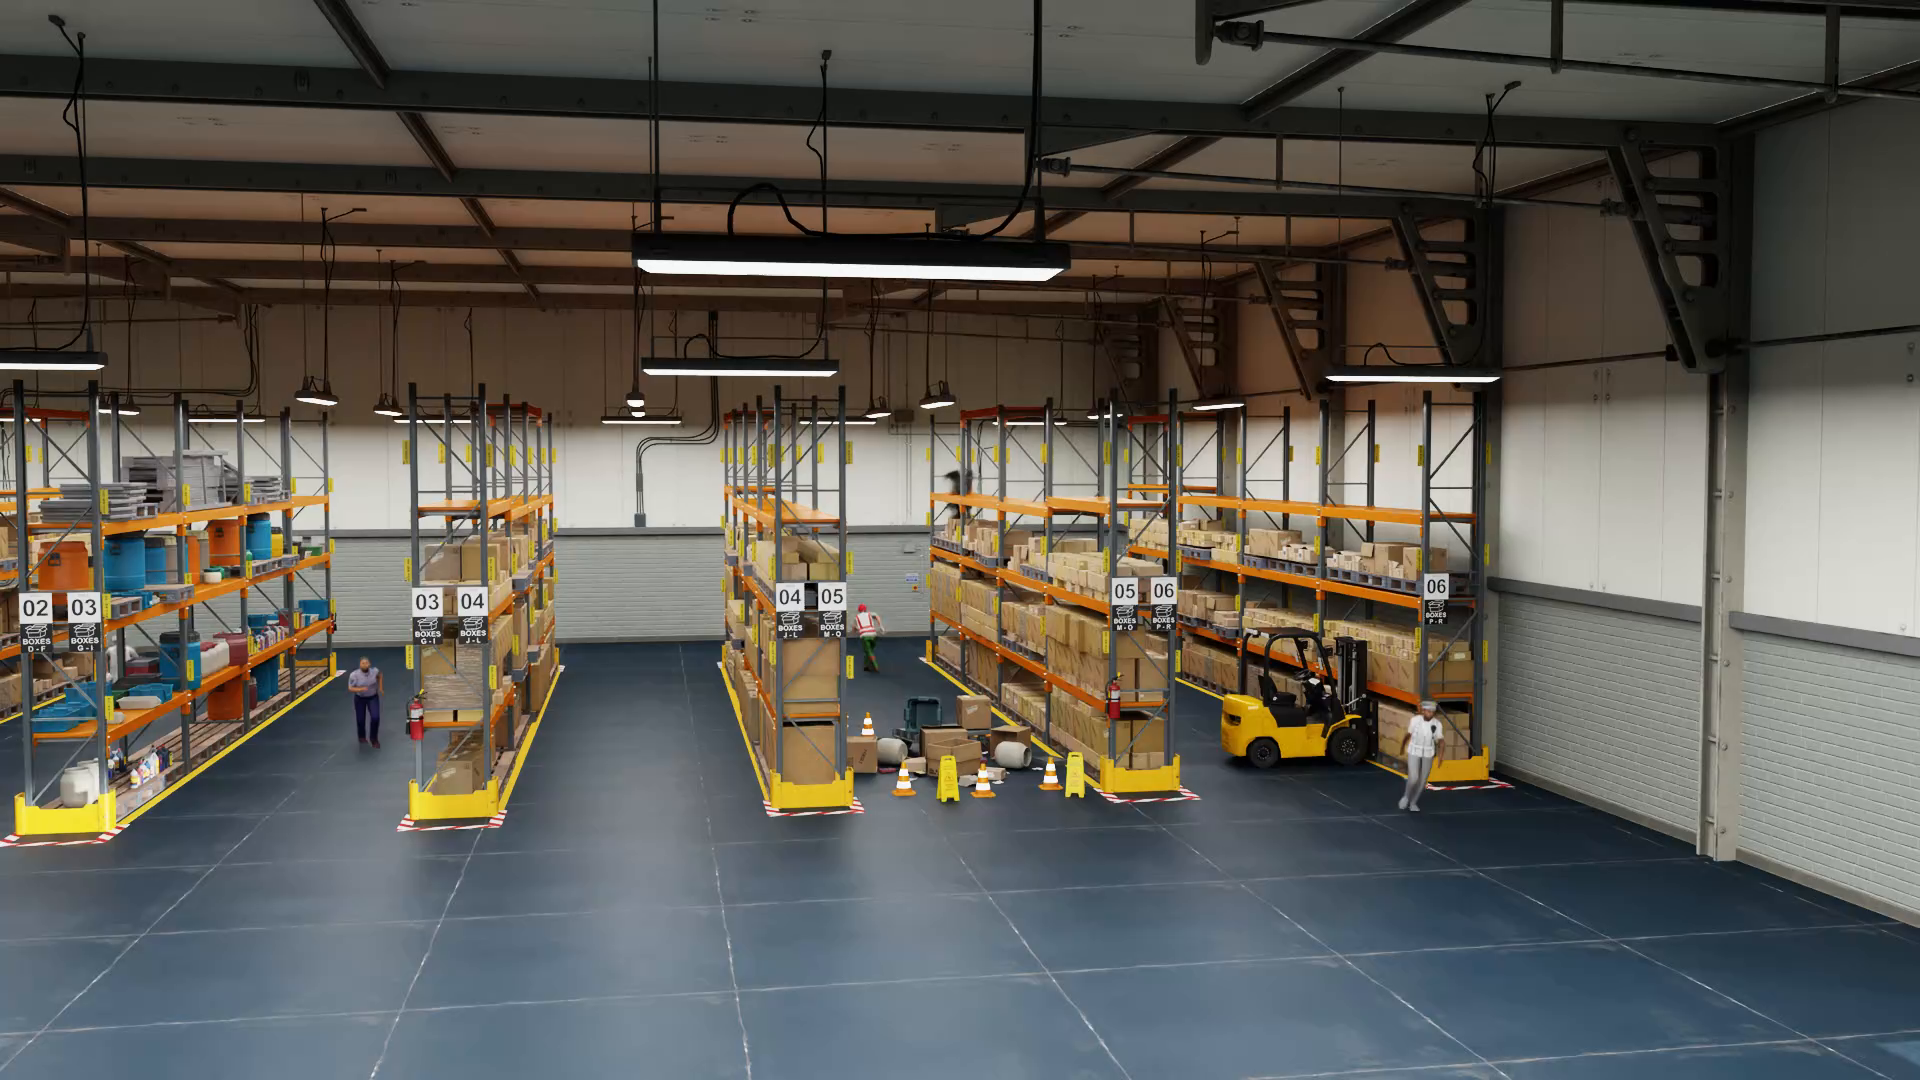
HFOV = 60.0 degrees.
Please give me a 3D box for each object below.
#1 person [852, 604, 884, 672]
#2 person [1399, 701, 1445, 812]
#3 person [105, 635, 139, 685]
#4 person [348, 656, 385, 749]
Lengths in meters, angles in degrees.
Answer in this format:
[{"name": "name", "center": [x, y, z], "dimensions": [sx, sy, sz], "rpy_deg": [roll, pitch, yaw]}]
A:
[{"name": "person", "center": [-2.118, 2.295, 38.360], "dimensions": [0.667, 1.563, 1.173], "rpy_deg": [-1, 3, -16]}, {"name": "person", "center": [6.447, 3.017, 23.213], "dimensions": [0.580, 1.612, 0.680], "rpy_deg": [0, 3, 2]}, {"name": "person", "center": [-15.713, 2.578, 31.183], "dimensions": [0.671, 1.698, 0.891], "rpy_deg": [-2, 4, -36]}, {"name": "person", "center": [-10.166, 2.774, 28.488], "dimensions": [0.599, 1.607, 0.934], "rpy_deg": [-1, 3, -23]}]
